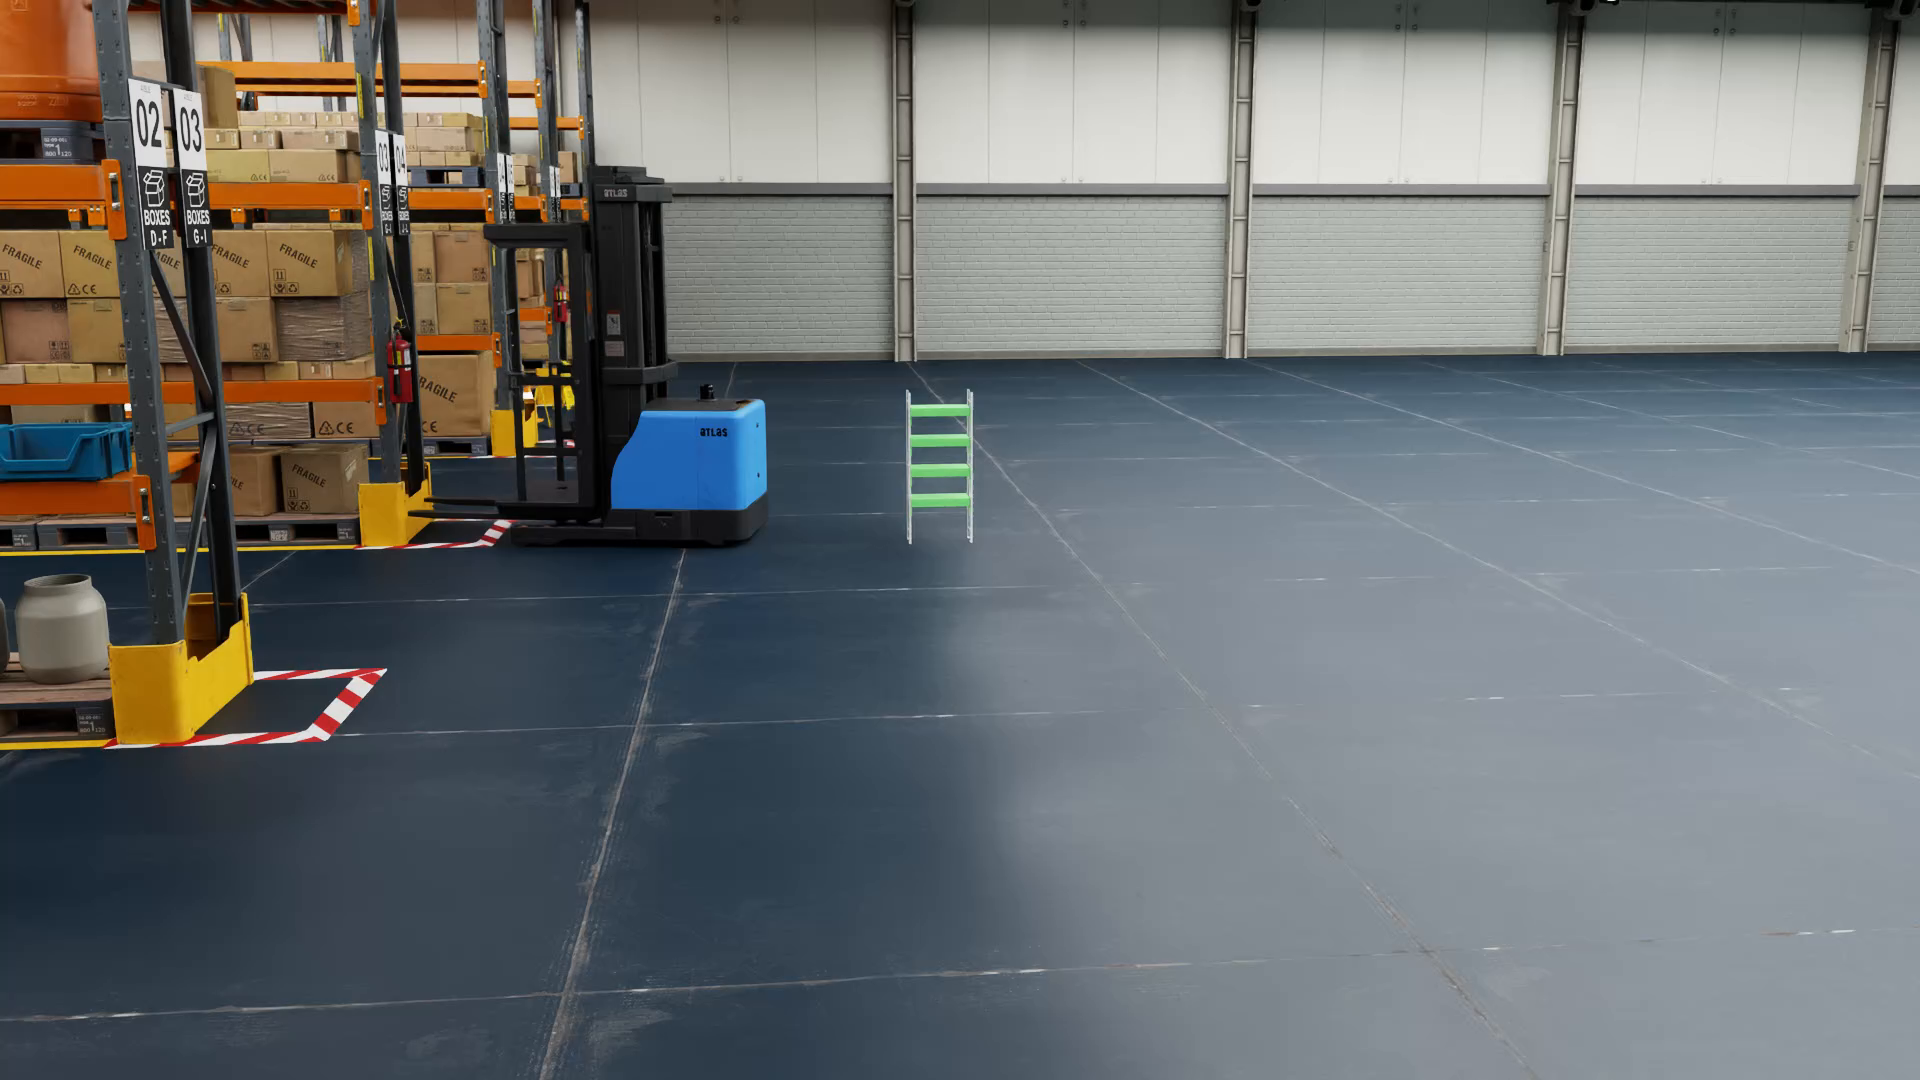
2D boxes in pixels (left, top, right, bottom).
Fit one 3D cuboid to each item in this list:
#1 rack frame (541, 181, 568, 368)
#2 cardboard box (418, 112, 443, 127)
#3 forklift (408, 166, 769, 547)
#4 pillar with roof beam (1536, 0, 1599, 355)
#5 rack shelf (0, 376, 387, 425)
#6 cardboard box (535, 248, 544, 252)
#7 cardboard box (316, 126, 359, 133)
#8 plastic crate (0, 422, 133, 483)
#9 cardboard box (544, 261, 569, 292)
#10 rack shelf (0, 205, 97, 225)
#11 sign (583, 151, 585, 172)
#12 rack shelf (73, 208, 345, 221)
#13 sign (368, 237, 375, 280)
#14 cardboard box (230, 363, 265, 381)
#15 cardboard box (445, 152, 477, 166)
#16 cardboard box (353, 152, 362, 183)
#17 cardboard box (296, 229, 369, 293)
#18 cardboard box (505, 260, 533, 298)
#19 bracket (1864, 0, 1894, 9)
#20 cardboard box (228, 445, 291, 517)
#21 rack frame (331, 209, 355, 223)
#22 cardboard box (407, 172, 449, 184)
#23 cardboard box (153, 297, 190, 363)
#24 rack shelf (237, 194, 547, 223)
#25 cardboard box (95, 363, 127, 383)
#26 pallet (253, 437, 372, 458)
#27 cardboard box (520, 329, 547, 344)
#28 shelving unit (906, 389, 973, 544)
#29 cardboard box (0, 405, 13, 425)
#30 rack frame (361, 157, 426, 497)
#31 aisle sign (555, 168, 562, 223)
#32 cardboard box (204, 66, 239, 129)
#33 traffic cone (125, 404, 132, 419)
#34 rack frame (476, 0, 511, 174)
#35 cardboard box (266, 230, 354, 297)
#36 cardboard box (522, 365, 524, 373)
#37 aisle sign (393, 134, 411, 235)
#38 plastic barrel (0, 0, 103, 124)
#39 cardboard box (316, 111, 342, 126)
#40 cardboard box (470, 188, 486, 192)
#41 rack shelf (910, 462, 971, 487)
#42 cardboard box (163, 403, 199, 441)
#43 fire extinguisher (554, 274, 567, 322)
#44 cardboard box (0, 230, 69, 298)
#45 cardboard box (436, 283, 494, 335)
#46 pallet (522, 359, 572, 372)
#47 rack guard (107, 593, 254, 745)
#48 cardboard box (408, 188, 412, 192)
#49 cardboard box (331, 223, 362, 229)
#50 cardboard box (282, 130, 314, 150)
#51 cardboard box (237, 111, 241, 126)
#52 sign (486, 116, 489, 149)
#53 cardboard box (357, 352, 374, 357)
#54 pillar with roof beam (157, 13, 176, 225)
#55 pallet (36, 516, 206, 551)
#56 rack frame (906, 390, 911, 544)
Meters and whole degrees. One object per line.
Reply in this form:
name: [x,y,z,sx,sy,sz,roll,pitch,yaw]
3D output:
rack frame: [-5.610,-3.434,23.062,0.127,3.000,1.000,-1,11,-6]
cardboard box: [-5.522,-4.405,17.460,0.250,0.149,0.380,-1,11,-6]
forklift: [-3.138,-1.485,13.323,3.031,2.935,1.130,1,11,4]
pillar with roof beam: [11.420,-7.038,25.838,0.548,9.000,9.100,-1,11,-6]
rack shelf: [-6.528,-1.139,13.252,4.000,0.370,1.077,-1,11,-6]
cardboard box: [-6.982,-4.830,27.448,0.250,0.149,0.380,-1,11,-5]
cardboard box: [-6.428,-4.202,17.461,0.500,0.250,0.500,-1,11,-6]
plastic crate: [-4.470,-0.443,8.233,0.616,0.251,0.499,-1,11,-6]
cardboard box: [-6.611,-4.375,27.585,0.500,0.500,0.500,-1,11,-7]
rack shelf: [-10.940,-3.481,17.388,4.000,0.370,1.077,-1,11,-6]
sign: [-6.105,-6.149,27.006,0.005,0.325,0.100,-1,11,-6]
rack shelf: [-12.115,-5.380,27.048,4.000,0.370,1.077,-1,11,-6]
sign: [-4.500,-2.150,12.709,0.005,0.325,0.100,-1,11,-6]
cardboard box: [-5.543,-1.343,13.073,0.250,0.149,0.380,-1,11,-6]
cardboard box: [-5.269,-4.019,17.563,0.250,0.149,0.380,-1,11,-6]
cardboard box: [-5.047,-2.972,13.321,0.500,0.250,0.500,-1,11,-4]
cardboard box: [-5.116,-2.260,13.468,0.500,0.500,0.500,-1,11,-6]
cardboard box: [-6.120,-3.565,22.697,0.500,0.500,0.500,-1,11,-7]
bracket: [16.546,-9.678,29.936,0.430,0.232,0.235,-1,11,-6]
cardboard box: [-5.753,-0.485,13.449,0.500,0.500,0.500,2,11,9]
rack frame: [-10.127,-4.303,27.480,0.127,3.000,1.000,-1,11,-6]
cardboard box: [-7.105,-4.894,22.329,0.500,0.250,0.500,-1,11,-4]
cardboard box: [-6.076,-1.687,13.144,0.500,0.500,0.875,-1,11,-6]
rack shelf: [-7.598,-4.512,22.630,4.000,0.370,1.077,-1,11,-6]
cardboard box: [-6.537,-1.322,12.967,0.250,0.149,0.380,-1,11,-6]
pallet: [-6.972,-1.063,18.226,1.213,0.211,1.003,-1,11,-6]
cardboard box: [-7.100,-3.410,27.681,0.500,0.250,0.500,-1,11,-7]
shelving unit: [-0.165,-0.585,13.235,0.503,1.200,0.258,-1,11,-6]
cardboard box: [-10.519,-1.457,17.745,0.750,0.750,1.050,-1,11,-6]
rack frame: [-4.540,-1.534,13.395,0.127,3.000,1.000,-1,11,-6]
aisle sign: [-5.582,-4.771,23.120,0.004,0.787,0.394,-1,11,-6]
cardboard box: [-6.045,-3.467,13.125,0.500,0.500,0.500,-1,11,-6]
traffic cone: [-10.668,-1.812,21.386,0.334,0.463,0.336,-1,11,-6]
rack frame: [-4.975,-5.431,17.665,0.127,3.000,1.000,-1,11,-6]
cardboard box: [-5.060,-2.161,12.961,0.500,0.500,0.500,-1,11,-6]
cardboard box: [-6.442,-2.328,23.471,0.500,0.250,0.500,-1,11,-7]
aisle sign: [-4.511,-2.868,13.443,0.004,0.787,0.394,-1,11,-6]
plastic barrel: [-4.474,-2.438,8.017,0.708,0.830,0.600,-1,11,-6]
cardboard box: [-6.537,-4.384,17.351,0.250,0.149,0.380,-1,11,-7]
cardboard box: [-6.446,-4.711,22.433,0.250,0.149,0.380,-1,11,-4]
rack shelf: [-0.165,-0.523,13.247,0.480,0.148,0.258,-1,11,-6]
cardboard box: [-8.319,-1.567,17.983,0.875,0.875,0.875,-1,11,-5]
fire extinguisher: [-5.447,-3.311,22.632,0.183,0.674,0.296,-1,11,-6]
cardboard box: [-7.048,-2.118,12.743,0.500,0.500,0.500,-1,11,-6]
cardboard box: [-5.339,-2.544,18.146,0.550,0.550,0.875,-1,11,-6]
pallet: [-6.906,-2.994,28.051,1.213,0.211,1.003,-1,11,-6]
rack guard: [-4.076,0.653,8.751,0.348,0.500,1.175,-1,11,-6]
cardboard box: [-7.457,-4.681,22.280,0.250,0.149,0.380,-1,11,-7]
cardboard box: [-8.114,-4.016,22.398,0.500,0.500,0.700,-1,11,-7]
cardboard box: [-5.054,-3.079,12.835,0.250,0.149,0.380,-2,11,-8]
cardboard box: [-7.540,-4.363,17.245,0.250,0.149,0.380,-1,11,-5]
sign: [-4.930,-4.250,17.346,0.005,0.325,0.100,-1,11,-6]
cardboard box: [-4.849,-1.451,13.621,0.250,0.149,0.380,-1,11,-6]
pillar with roof beam: [-12.439,-6.538,23.295,0.400,9.000,9.100,-1,11,-6]
pallet: [-6.637,-0.129,13.478,1.213,0.211,1.003,-1,11,-6]
rack frame: [-0.407,-0.580,13.209,0.015,1.200,0.240,-1,11,-6]
